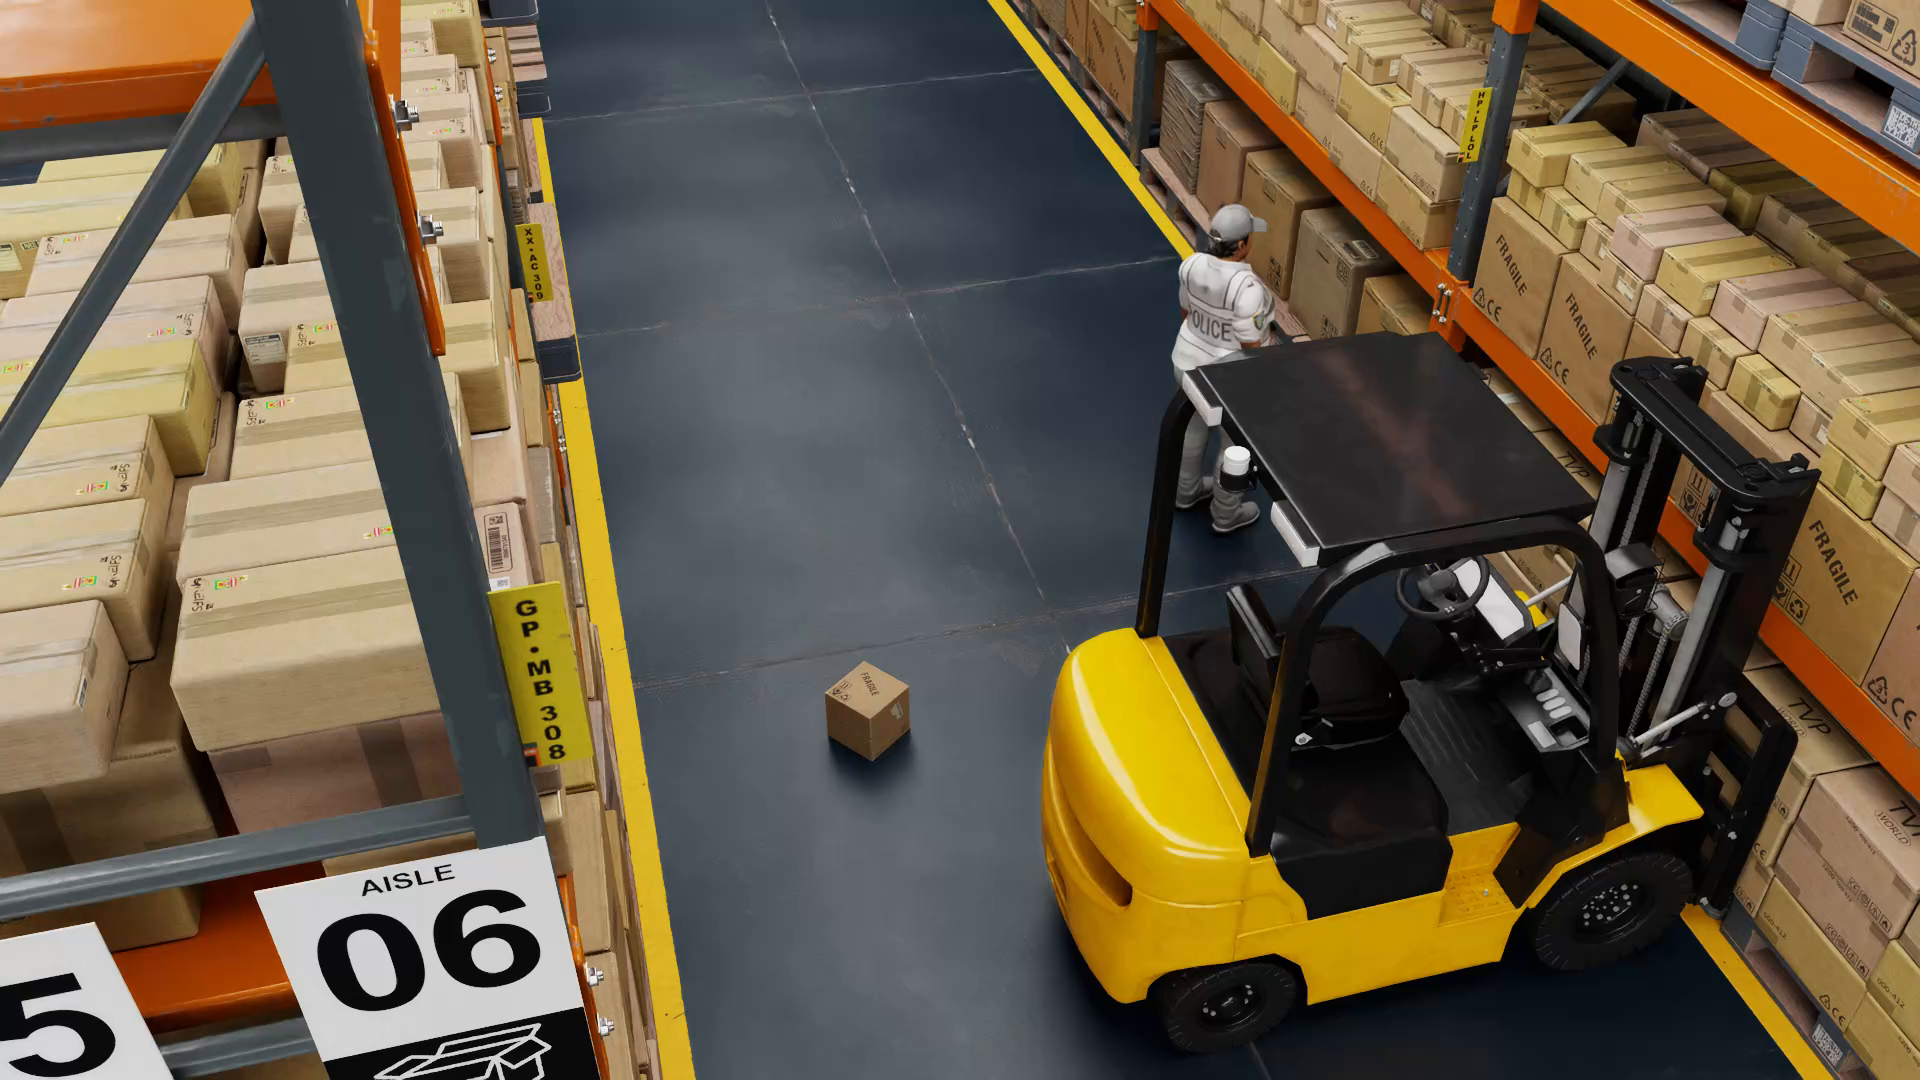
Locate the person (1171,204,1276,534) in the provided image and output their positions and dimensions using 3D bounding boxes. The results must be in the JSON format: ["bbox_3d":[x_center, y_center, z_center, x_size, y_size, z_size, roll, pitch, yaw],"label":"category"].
[{"bbox_3d":[1.216,-0.781,7.669,0.426,1.677,0.498,-29,47,-31],"label":"person"}]
